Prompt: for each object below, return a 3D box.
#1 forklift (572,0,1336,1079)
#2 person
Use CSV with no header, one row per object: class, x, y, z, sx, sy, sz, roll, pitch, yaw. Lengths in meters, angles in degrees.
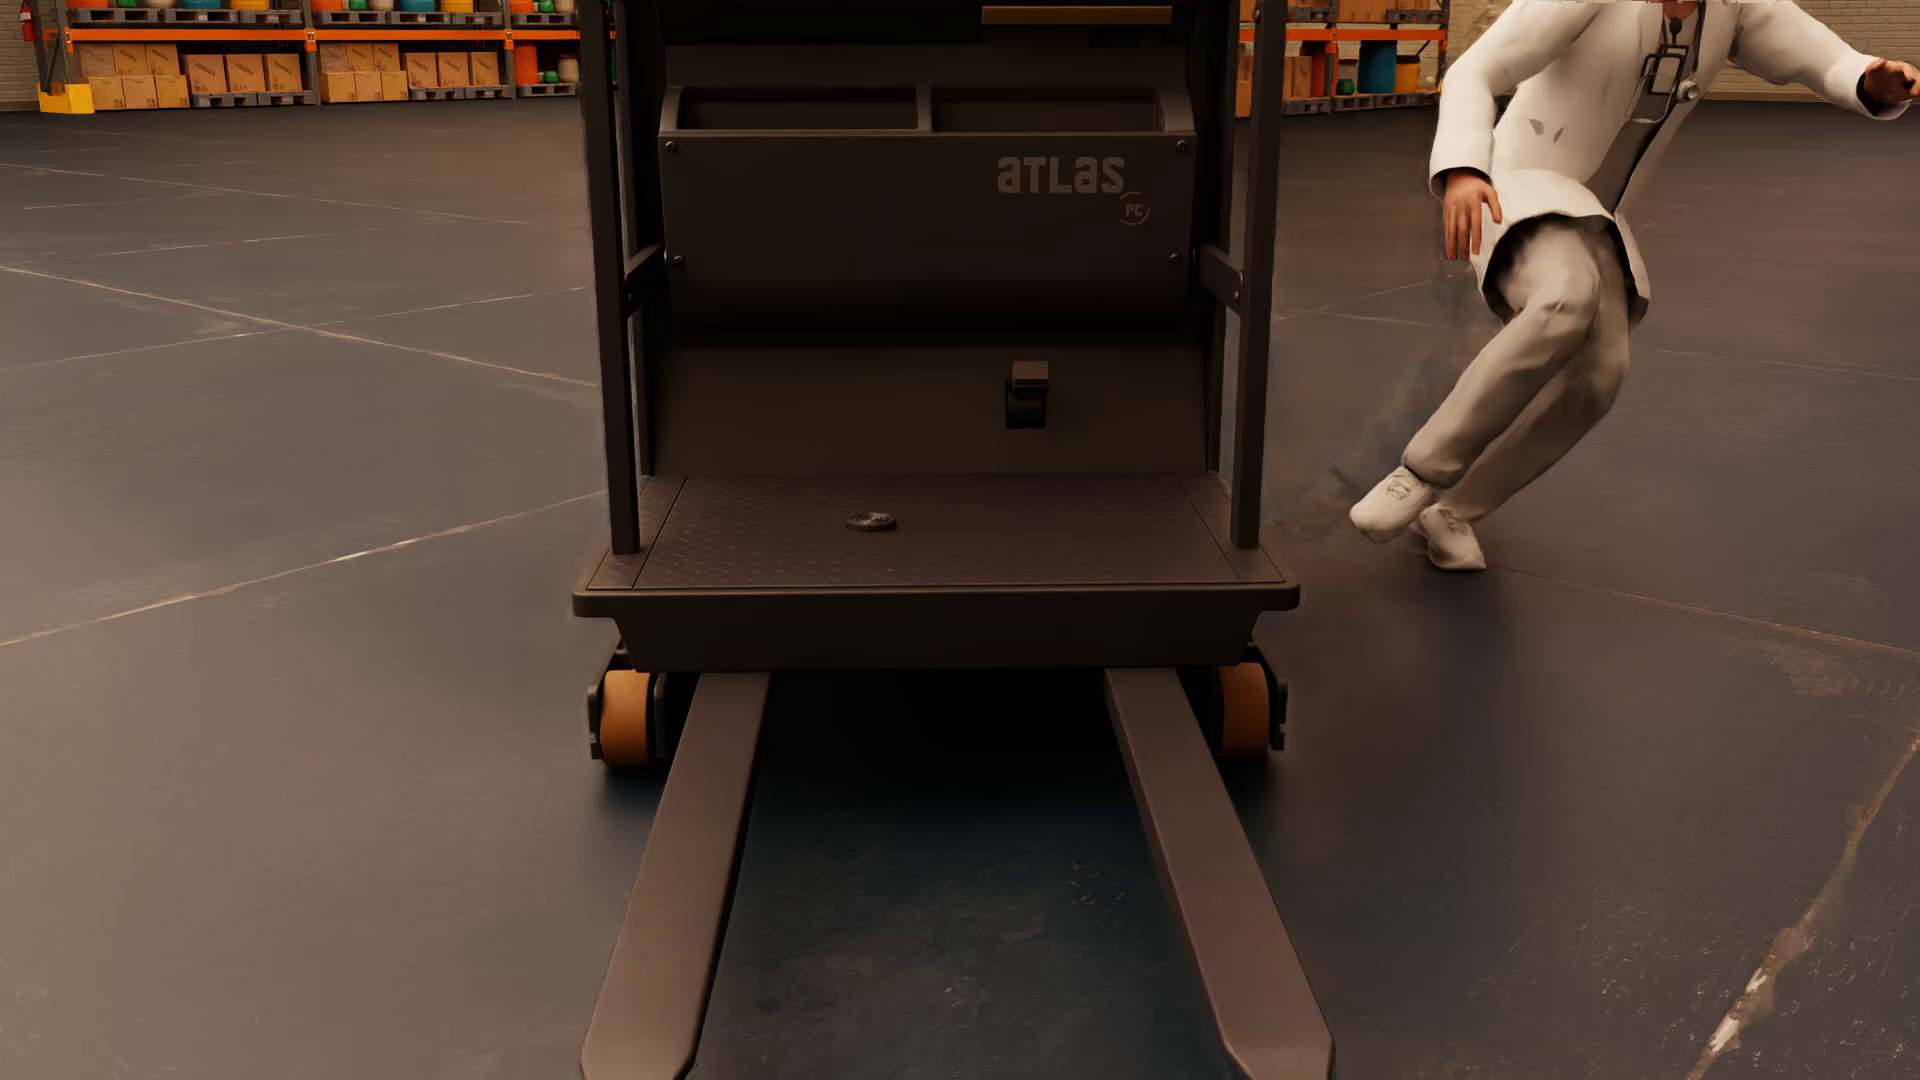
forklift,-0.047,-1.123,2.595,1.130,2.935,3.031,-1,17,-2
person,1.390,-0.660,3.528,1.124,1.533,0.938,-9,19,-26
